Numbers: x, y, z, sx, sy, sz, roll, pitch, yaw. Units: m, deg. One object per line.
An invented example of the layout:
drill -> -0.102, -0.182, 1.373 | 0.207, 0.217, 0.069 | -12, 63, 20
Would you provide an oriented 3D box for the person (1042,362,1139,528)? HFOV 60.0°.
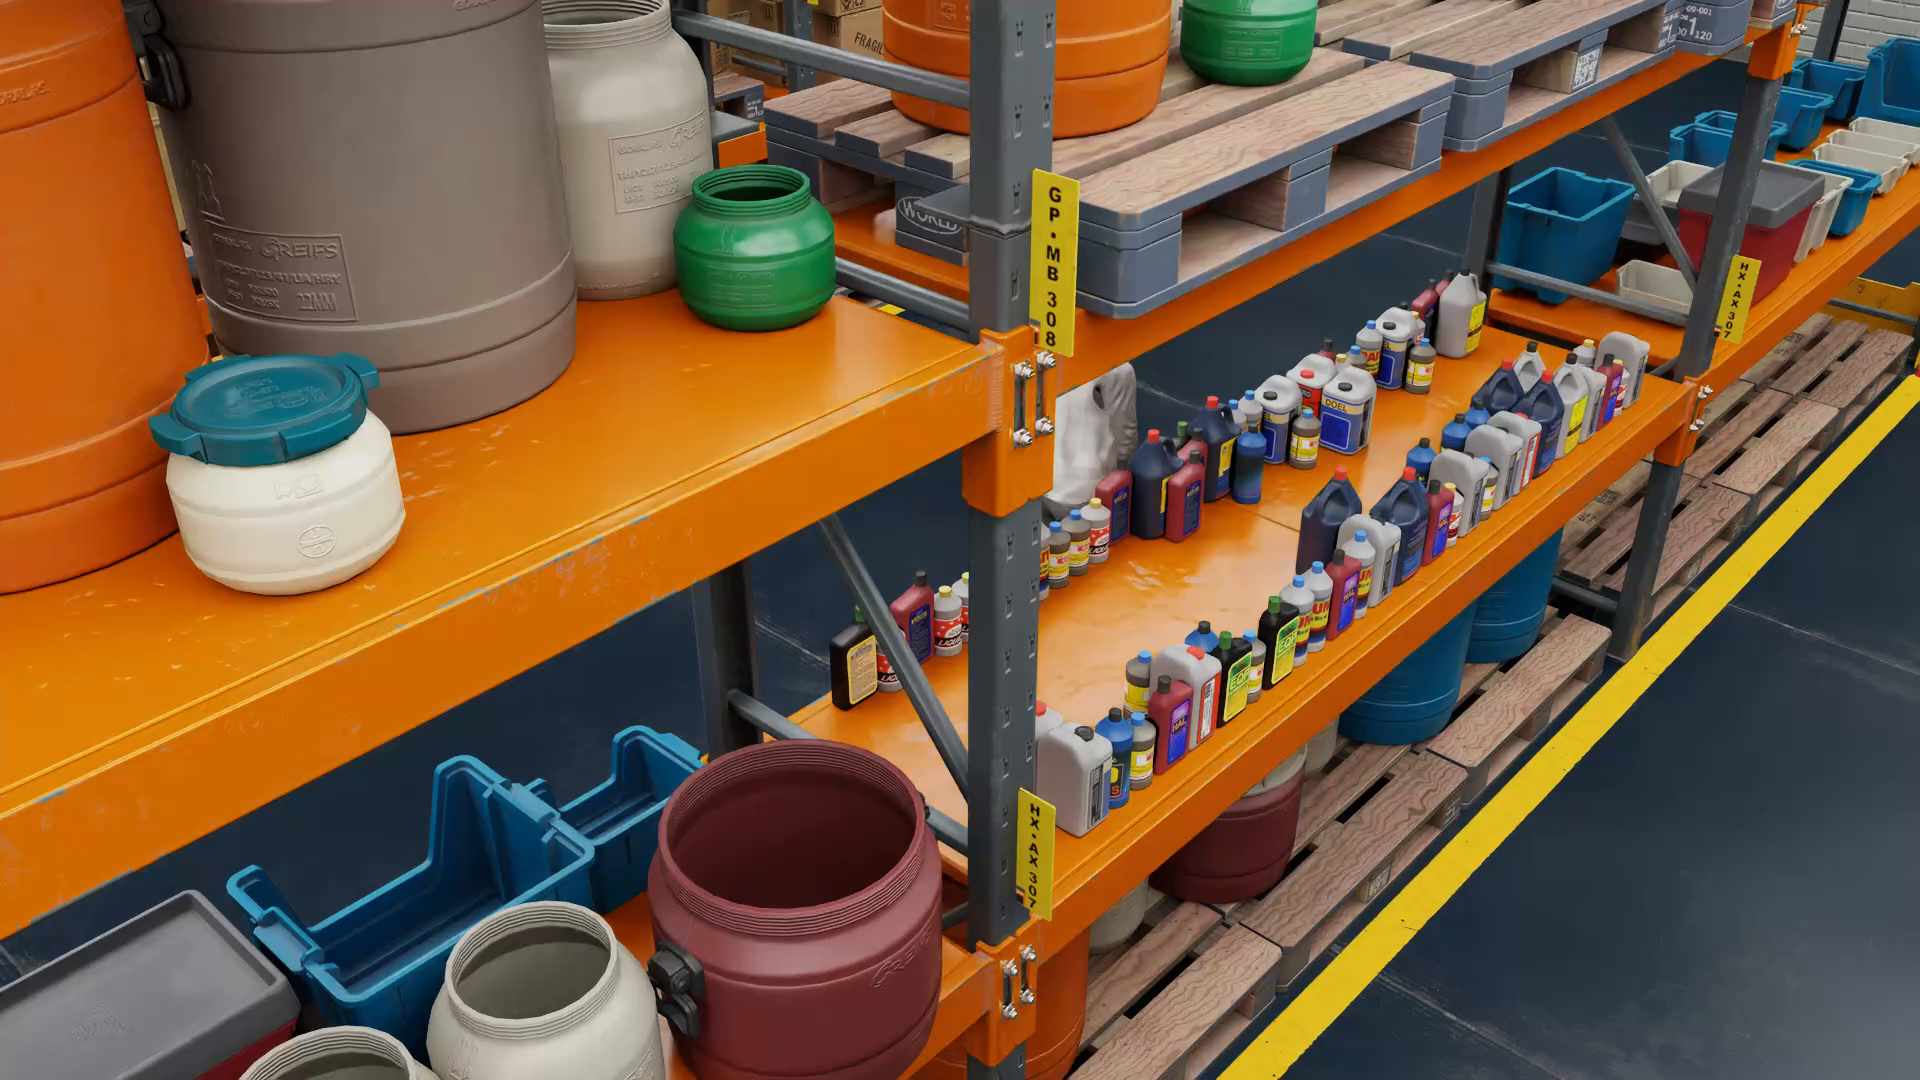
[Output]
person -> 0.461, -0.280, 6.657 | 0.567, 1.695, 0.516 | 26, 40, 36
